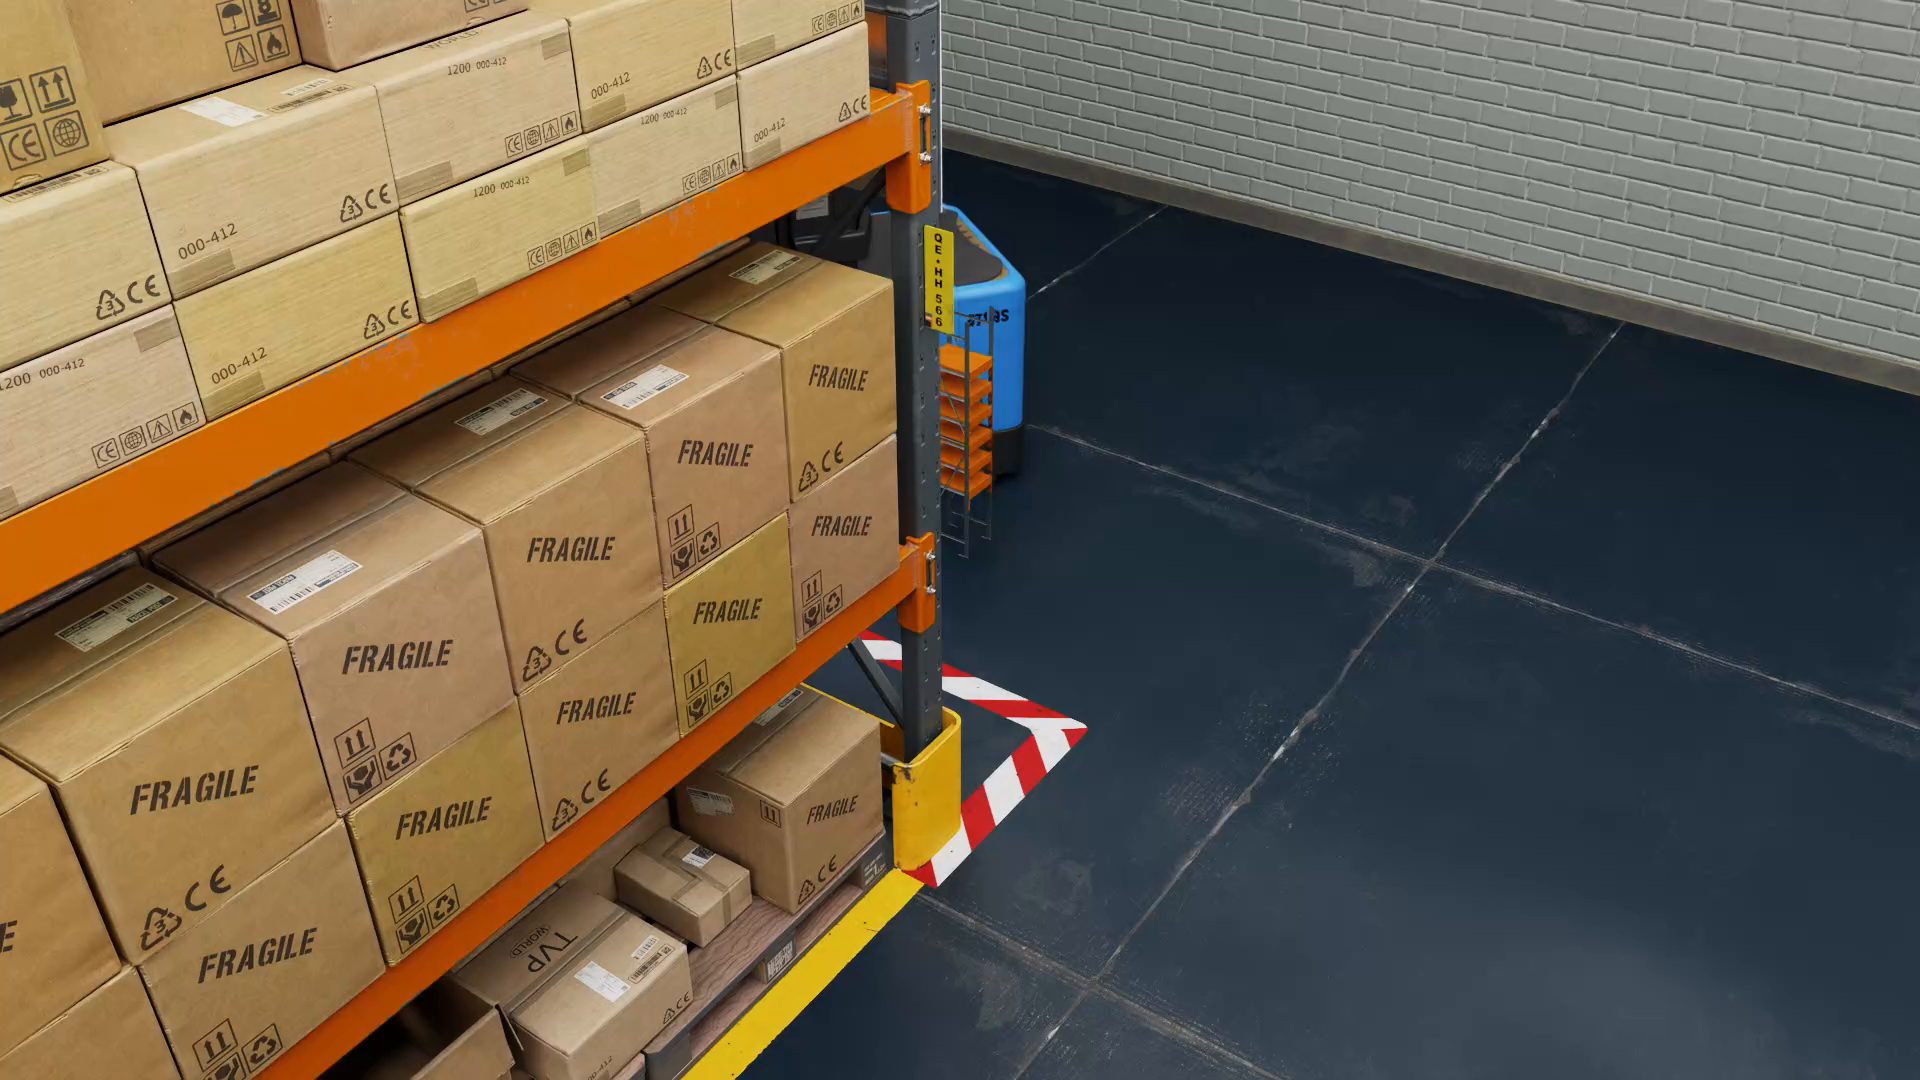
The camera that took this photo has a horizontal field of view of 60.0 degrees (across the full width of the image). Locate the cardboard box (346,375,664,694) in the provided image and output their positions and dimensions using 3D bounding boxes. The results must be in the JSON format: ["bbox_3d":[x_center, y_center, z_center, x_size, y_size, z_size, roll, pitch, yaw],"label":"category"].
[{"bbox_3d":[-1.113,-0.027,4.130,0.500,0.500,0.500,22,40,29],"label":"cardboard box"}]

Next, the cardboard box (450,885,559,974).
[{"bbox_3d":[-1.619,1.240,5.301,0.500,0.250,0.500,21,39,28],"label":"cardboard box"}]

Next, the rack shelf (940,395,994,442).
[{"bbox_3d":[-0.008,-0.553,7.362,0.258,0.103,0.180,21,39,28],"label":"rack shelf"}]

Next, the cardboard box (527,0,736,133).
[{"bbox_3d":[-0.874,-1.176,3.822,0.500,0.250,0.500,21,39,28],"label":"cardboard box"}]

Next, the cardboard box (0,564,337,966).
[{"bbox_3d":[-1.699,0.447,3.429,0.500,0.500,0.500,20,39,27],"label":"cardboard box"}]

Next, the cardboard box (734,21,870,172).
[{"bbox_3d":[-0.582,-1.197,4.298,0.500,0.250,0.500,21,39,28],"label":"cardboard box"}]

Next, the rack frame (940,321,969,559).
[{"bbox_3d":[-0.060,-0.448,7.342,0.240,1.200,0.006,21,39,28],"label":"rack frame"}]

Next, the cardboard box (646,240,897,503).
[{"bbox_3d":[-0.534,-0.500,4.830,0.500,0.500,0.500,21,39,28],"label":"cardboard box"}]

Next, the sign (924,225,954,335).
[{"bbox_3d":[-0.061,-0.761,4.882,0.100,0.325,0.005,21,39,28],"label":"sign"}]

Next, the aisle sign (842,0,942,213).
[{"bbox_3d":[-0.215,-1.347,4.744,0.394,0.787,0.004,21,39,28],"label":"aisle sign"}]

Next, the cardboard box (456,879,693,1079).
[{"bbox_3d":[-1.180,1.376,5.099,0.500,0.250,0.500,21,39,28],"label":"cardboard box"}]

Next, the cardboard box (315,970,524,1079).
[{"bbox_3d":[-1.719,1.489,4.706,0.797,0.503,0.637,21,39,28],"label":"cardboard box"}]

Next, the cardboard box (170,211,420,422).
[{"bbox_3d":[-1.449,-0.511,3.284,0.500,0.250,0.500,21,39,28],"label":"cardboard box"}]

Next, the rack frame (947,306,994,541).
[{"bbox_3d":[0.044,-0.532,7.466,0.240,1.200,0.006,21,39,28],"label":"rack frame"}]

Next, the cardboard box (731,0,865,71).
[{"bbox_3d":[-0.589,-1.407,4.162,0.500,0.250,0.500,21,39,28],"label":"cardboard box"}]

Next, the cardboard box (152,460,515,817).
[{"bbox_3d":[-1.406,0.209,3.781,0.500,0.500,0.500,23,40,30],"label":"cardboard box"}]

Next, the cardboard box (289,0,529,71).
[{"bbox_3d":[-1.337,-1.326,3.374,0.700,0.500,0.500,21,39,28],"label":"cardboard box"}]

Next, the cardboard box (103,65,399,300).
[{"bbox_3d":[-1.442,-0.715,3.140,0.500,0.250,0.500,21,39,28],"label":"cardboard box"}]

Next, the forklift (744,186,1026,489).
[{"bbox_3d":[-1.255,-1.486,7.332,3.031,2.935,1.130,-12,36,-17],"label":"forklift"}]

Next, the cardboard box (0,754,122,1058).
[{"bbox_3d":[-1.993,0.684,3.079,0.500,0.500,0.500,20,39,27],"label":"cardboard box"}]

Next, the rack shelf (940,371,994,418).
[{"bbox_3d":[-0.008,-0.652,7.294,0.258,0.103,0.180,21,39,28],"label":"rack shelf"}]

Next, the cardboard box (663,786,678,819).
[{"bbox_3d":[-1.169,0.852,5.948,0.380,0.166,0.250,21,39,28],"label":"cardboard box"}]

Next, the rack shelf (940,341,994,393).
[{"bbox_3d":[-0.008,-0.752,7.227,0.258,0.103,0.180,21,39,28],"label":"rack shelf"}]

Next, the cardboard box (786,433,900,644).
[{"bbox_3d":[-0.537,-0.085,5.109,0.500,0.500,0.500,23,40,30],"label":"cardboard box"}]

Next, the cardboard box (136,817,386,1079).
[{"bbox_3d":[-1.695,0.849,3.728,0.500,0.500,0.500,21,39,28],"label":"cardboard box"}]

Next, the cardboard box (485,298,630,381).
[{"bbox_3d":[-1.267,-0.430,4.726,0.500,0.500,0.500,22,40,29],"label":"cardboard box"}]

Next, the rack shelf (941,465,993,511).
[{"bbox_3d":[-0.008,-0.255,7.563,0.258,0.103,0.180,21,39,28],"label":"rack shelf"}]

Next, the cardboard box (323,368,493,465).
[{"bbox_3d":[-1.556,-0.201,4.388,0.500,0.500,0.500,22,40,29],"label":"cardboard box"}]

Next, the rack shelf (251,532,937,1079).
[{"bbox_3d":[-1.646,0.881,4.411,1.077,0.370,4.000,21,39,28],"label":"rack shelf"}]

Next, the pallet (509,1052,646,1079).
[{"bbox_3d":[-1.699,1.780,4.930,1.003,0.211,1.213,21,39,28],"label":"pallet"}]

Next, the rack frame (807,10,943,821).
[{"bbox_3d":[-0.506,-0.337,5.571,1.000,3.000,0.127,21,39,28],"label":"rack frame"}]

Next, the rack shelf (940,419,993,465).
[{"bbox_3d":[-0.008,-0.454,7.429,0.258,0.103,0.180,21,39,28],"label":"rack shelf"}]

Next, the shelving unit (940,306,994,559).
[{"bbox_3d":[-0.008,-0.490,7.404,0.258,1.200,0.189,21,39,28],"label":"shelving unit"}]

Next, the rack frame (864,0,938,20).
[{"bbox_3d":[-0.506,-2.822,3.890,1.000,3.000,0.127,21,39,28],"label":"rack frame"}]

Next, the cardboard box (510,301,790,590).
[{"bbox_3d":[-0.821,-0.267,4.486,0.500,0.500,0.500,22,40,29],"label":"cardboard box"}]

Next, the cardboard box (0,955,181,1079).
[{"bbox_3d":[-1.983,1.078,3.389,0.500,0.500,0.500,22,40,29],"label":"cardboard box"}]

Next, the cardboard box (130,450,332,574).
[{"bbox_3d":[-1.845,0.033,4.041,0.500,0.500,0.500,21,39,28],"label":"cardboard box"}]

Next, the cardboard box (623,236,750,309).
[{"bbox_3d":[-0.975,-0.673,5.085,0.500,0.500,0.500,23,40,30],"label":"cardboard box"}]

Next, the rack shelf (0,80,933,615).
[{"bbox_3d":[-1.646,-0.361,3.571,1.077,0.370,4.000,21,39,28],"label":"rack shelf"}]

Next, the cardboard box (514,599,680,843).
[{"bbox_3d":[-1.119,0.382,4.418,0.500,0.500,0.500,22,40,29],"label":"cardboard box"}]

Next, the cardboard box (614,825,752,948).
[{"bbox_3d":[-0.918,1.141,5.522,0.380,0.166,0.250,21,39,28],"label":"cardboard box"}]

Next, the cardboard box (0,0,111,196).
[{"bbox_3d":[-1.859,-0.847,2.666,0.700,0.500,0.500,21,39,28],"label":"cardboard box"}]

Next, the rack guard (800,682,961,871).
[{"bbox_3d":[-0.549,0.733,6.219,1.175,0.500,0.348,21,39,28],"label":"rack guard"}]

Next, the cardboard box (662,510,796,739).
[{"bbox_3d":[-0.830,0.155,4.755,0.500,0.500,0.500,22,40,29],"label":"cardboard box"}]

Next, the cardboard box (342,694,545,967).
[{"bbox_3d":[-1.407,0.614,4.075,0.500,0.500,0.500,21,39,28],"label":"cardboard box"}]

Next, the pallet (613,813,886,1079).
[{"bbox_3d":[-1.003,1.220,5.757,1.003,0.211,1.213,21,39,28],"label":"pallet"}]

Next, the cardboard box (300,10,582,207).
[{"bbox_3d":[-1.162,-0.948,3.483,0.500,0.250,0.500,21,39,28],"label":"cardboard box"}]

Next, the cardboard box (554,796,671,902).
[{"bbox_3d":[-1.334,1.010,5.641,0.500,0.250,0.500,21,39,28],"label":"cardboard box"}]

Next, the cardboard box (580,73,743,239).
[{"bbox_3d":[-0.876,-0.970,3.963,0.500,0.250,0.500,21,39,28],"label":"cardboard box"}]

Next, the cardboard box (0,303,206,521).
[{"bbox_3d":[-1.731,-0.280,2.942,0.500,0.250,0.500,21,39,28],"label":"cardboard box"}]

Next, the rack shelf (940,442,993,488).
[{"bbox_3d":[-0.008,-0.354,7.496,0.258,0.103,0.180,21,39,28],"label":"rack shelf"}]

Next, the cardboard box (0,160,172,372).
[{"bbox_3d":[-1.727,-0.485,2.800,0.500,0.250,0.500,21,39,28],"label":"cardboard box"}]

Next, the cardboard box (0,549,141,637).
[{"bbox_3d":[-2.133,0.264,3.700,0.500,0.500,0.500,22,40,29],"label":"cardboard box"}]

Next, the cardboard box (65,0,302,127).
[{"bbox_3d":[-1.699,-1.126,3.078,0.700,0.500,0.500,21,39,28],"label":"cardboard box"}]

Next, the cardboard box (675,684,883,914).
[{"bbox_3d":[-0.613,0.845,5.661,0.500,0.500,0.500,21,39,28],"label":"cardboard box"}]

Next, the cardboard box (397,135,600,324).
[{"bbox_3d":[-1.150,-0.736,3.617,0.500,0.250,0.500,21,39,28],"label":"cardboard box"}]
